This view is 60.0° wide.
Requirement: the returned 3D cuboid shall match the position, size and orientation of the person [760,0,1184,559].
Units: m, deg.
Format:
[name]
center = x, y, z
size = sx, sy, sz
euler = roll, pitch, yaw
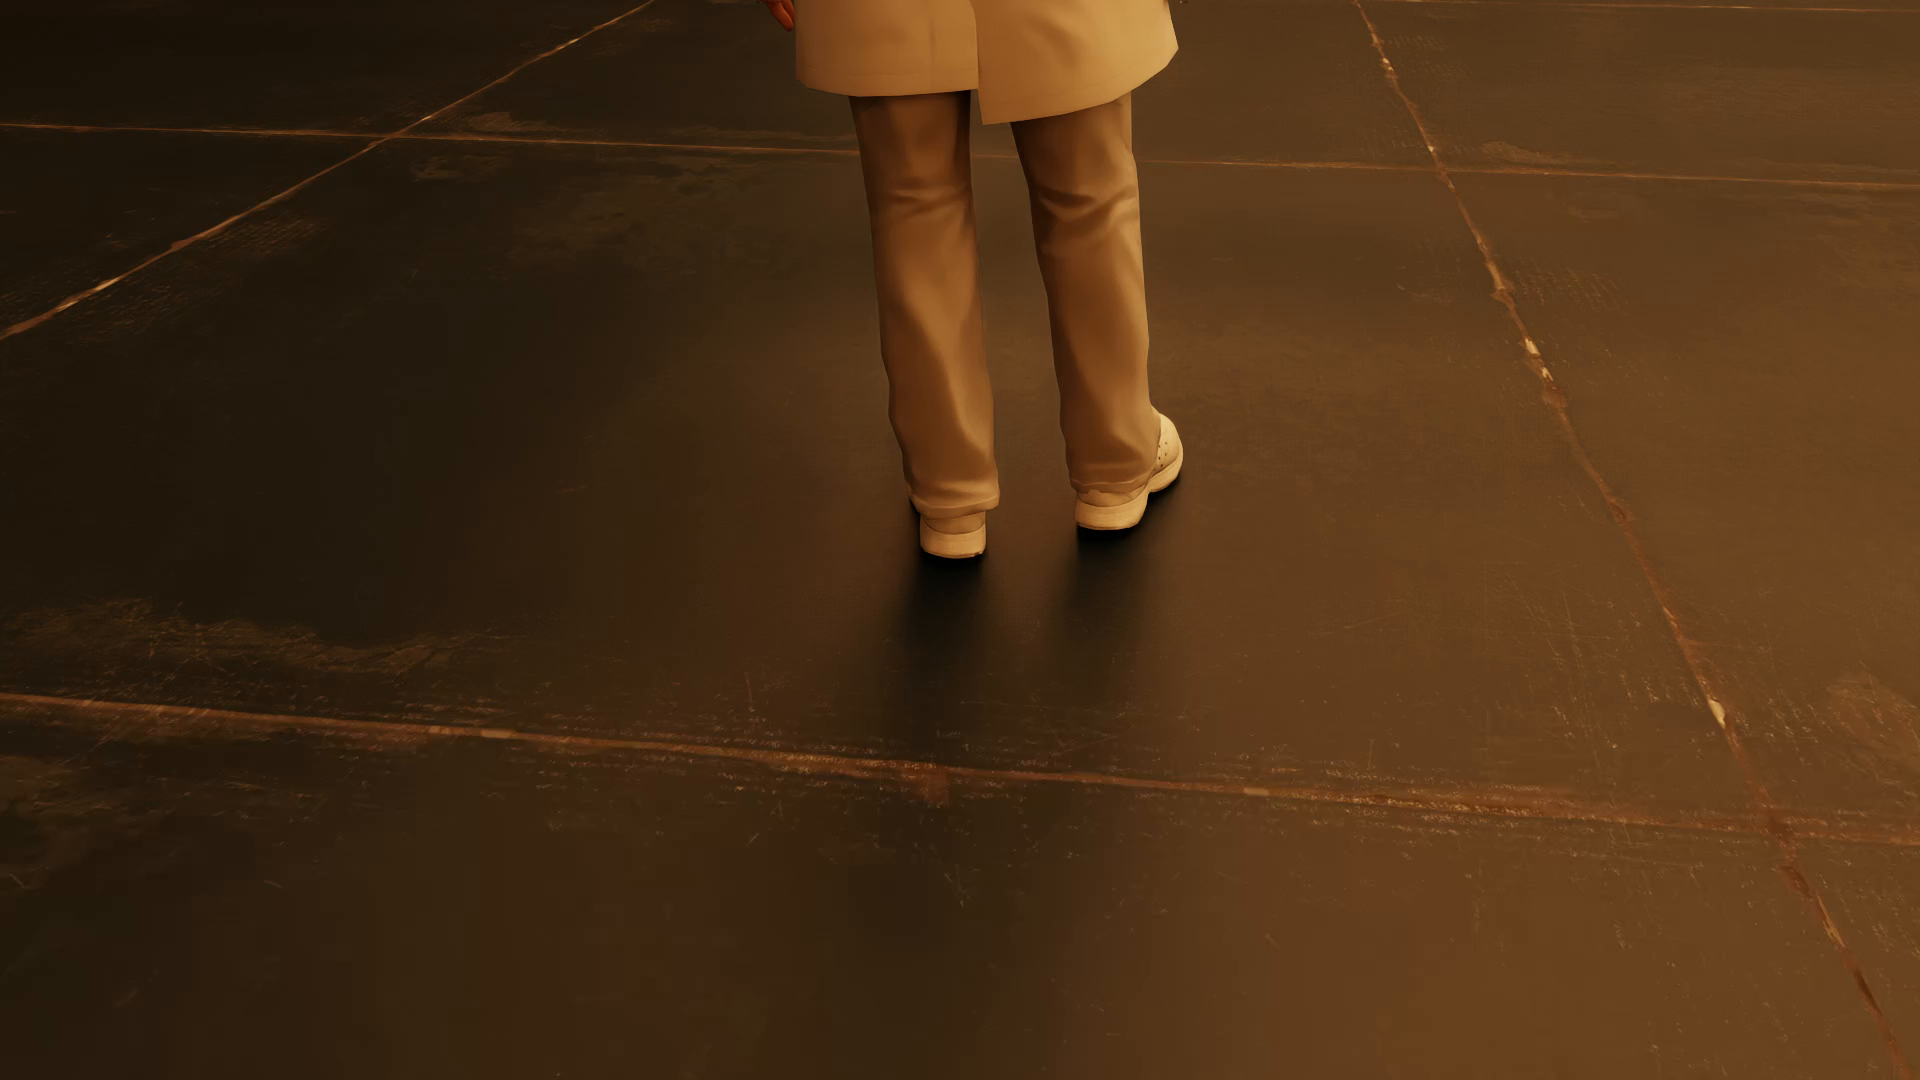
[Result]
[person]
center = 0.017, -0.841, 2.180
size = 0.696, 1.775, 0.581
euler = 3, 27, 7
